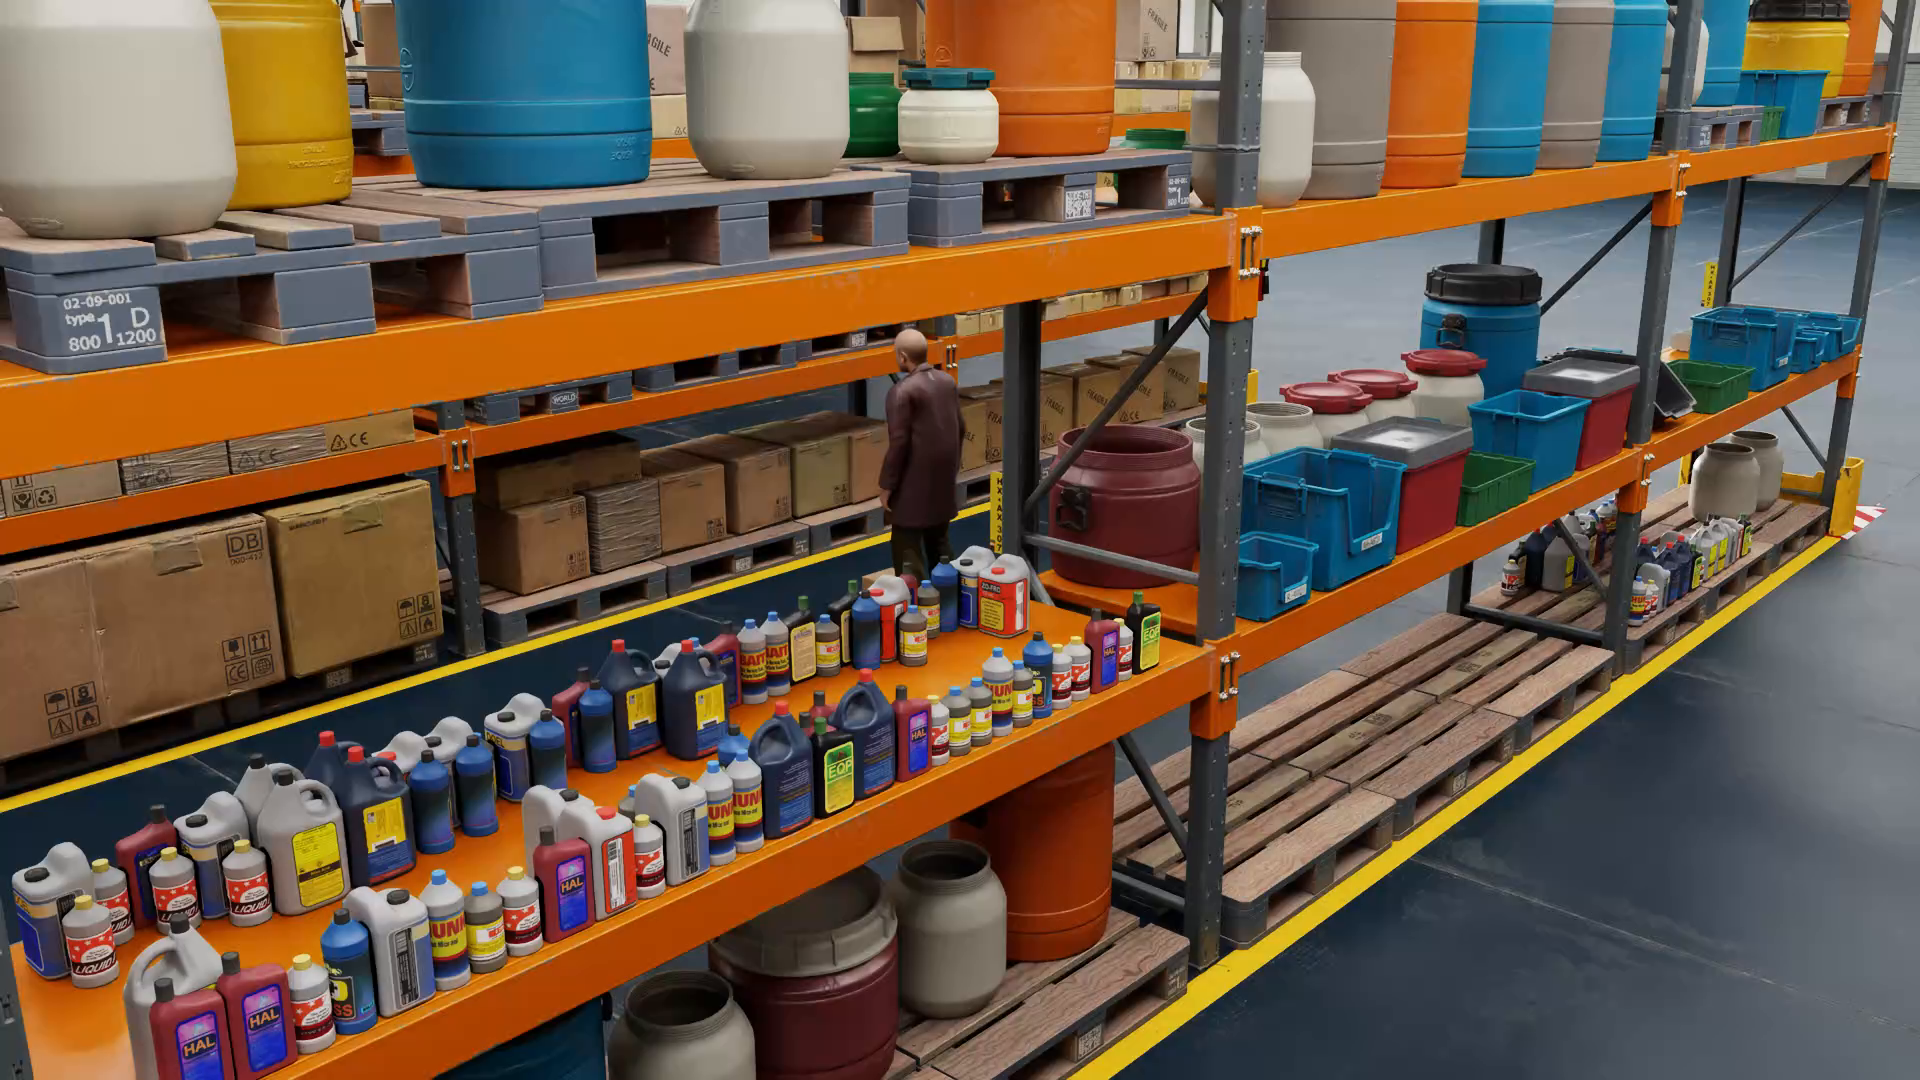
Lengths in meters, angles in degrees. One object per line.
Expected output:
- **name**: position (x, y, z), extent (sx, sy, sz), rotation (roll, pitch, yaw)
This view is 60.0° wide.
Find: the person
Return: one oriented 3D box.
- **person**: position (-0.228, -0.346, 9.723), extent (0.420, 1.774, 0.643), rotation (14, 22, 39)
